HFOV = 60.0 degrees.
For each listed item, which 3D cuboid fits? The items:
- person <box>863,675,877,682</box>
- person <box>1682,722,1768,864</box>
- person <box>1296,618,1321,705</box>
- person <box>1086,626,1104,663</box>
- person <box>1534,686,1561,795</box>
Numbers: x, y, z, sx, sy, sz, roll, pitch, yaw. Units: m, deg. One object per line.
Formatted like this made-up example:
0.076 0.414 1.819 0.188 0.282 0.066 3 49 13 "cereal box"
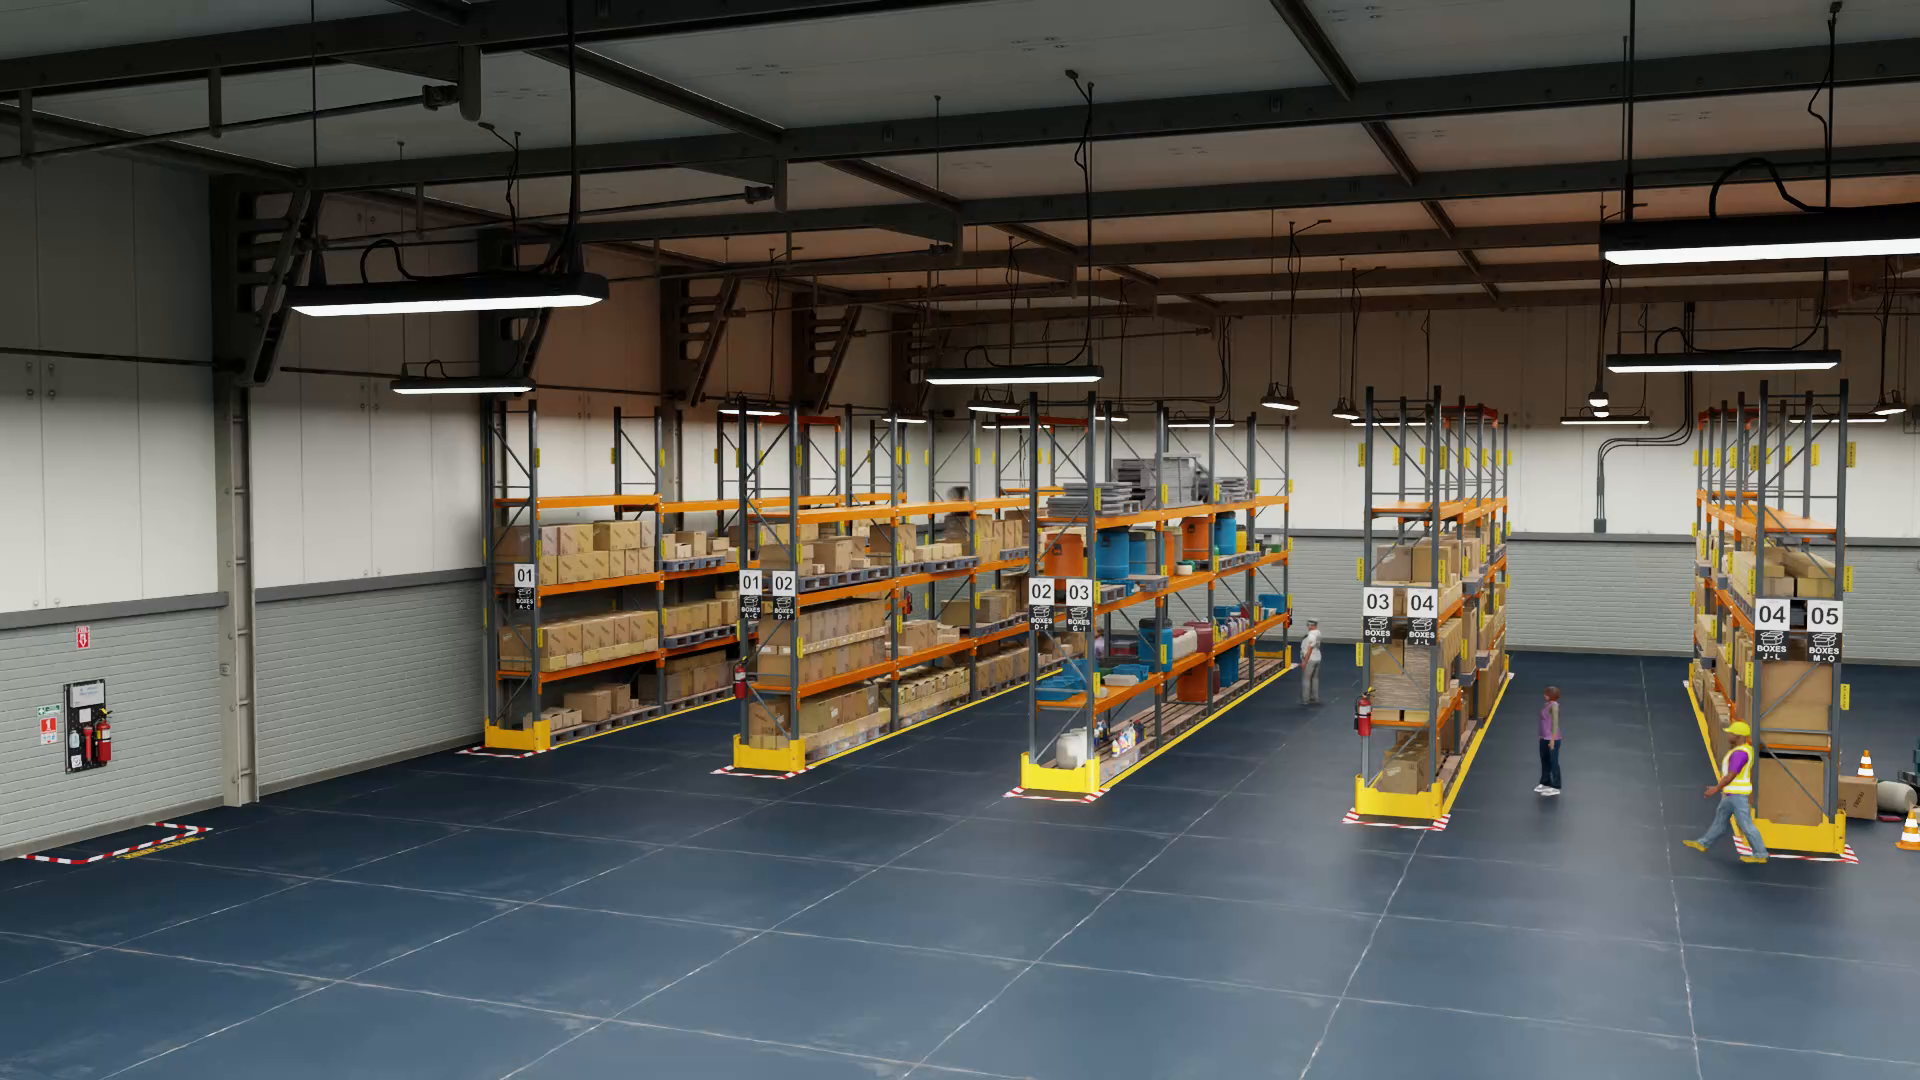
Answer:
-1.984 2.455 35.199 0.530 1.636 0.494 -2 3 -36 "person"
9.483 3.098 20.599 1.001 1.719 0.589 2 3 29 "person"
7.084 2.468 33.789 0.449 1.755 0.594 2 3 35 "person"
2.740 2.549 33.362 0.678 1.604 0.561 -1 3 -26 "person"
8.765 2.970 24.753 0.334 1.605 0.455 -1 3 -14 "person"
